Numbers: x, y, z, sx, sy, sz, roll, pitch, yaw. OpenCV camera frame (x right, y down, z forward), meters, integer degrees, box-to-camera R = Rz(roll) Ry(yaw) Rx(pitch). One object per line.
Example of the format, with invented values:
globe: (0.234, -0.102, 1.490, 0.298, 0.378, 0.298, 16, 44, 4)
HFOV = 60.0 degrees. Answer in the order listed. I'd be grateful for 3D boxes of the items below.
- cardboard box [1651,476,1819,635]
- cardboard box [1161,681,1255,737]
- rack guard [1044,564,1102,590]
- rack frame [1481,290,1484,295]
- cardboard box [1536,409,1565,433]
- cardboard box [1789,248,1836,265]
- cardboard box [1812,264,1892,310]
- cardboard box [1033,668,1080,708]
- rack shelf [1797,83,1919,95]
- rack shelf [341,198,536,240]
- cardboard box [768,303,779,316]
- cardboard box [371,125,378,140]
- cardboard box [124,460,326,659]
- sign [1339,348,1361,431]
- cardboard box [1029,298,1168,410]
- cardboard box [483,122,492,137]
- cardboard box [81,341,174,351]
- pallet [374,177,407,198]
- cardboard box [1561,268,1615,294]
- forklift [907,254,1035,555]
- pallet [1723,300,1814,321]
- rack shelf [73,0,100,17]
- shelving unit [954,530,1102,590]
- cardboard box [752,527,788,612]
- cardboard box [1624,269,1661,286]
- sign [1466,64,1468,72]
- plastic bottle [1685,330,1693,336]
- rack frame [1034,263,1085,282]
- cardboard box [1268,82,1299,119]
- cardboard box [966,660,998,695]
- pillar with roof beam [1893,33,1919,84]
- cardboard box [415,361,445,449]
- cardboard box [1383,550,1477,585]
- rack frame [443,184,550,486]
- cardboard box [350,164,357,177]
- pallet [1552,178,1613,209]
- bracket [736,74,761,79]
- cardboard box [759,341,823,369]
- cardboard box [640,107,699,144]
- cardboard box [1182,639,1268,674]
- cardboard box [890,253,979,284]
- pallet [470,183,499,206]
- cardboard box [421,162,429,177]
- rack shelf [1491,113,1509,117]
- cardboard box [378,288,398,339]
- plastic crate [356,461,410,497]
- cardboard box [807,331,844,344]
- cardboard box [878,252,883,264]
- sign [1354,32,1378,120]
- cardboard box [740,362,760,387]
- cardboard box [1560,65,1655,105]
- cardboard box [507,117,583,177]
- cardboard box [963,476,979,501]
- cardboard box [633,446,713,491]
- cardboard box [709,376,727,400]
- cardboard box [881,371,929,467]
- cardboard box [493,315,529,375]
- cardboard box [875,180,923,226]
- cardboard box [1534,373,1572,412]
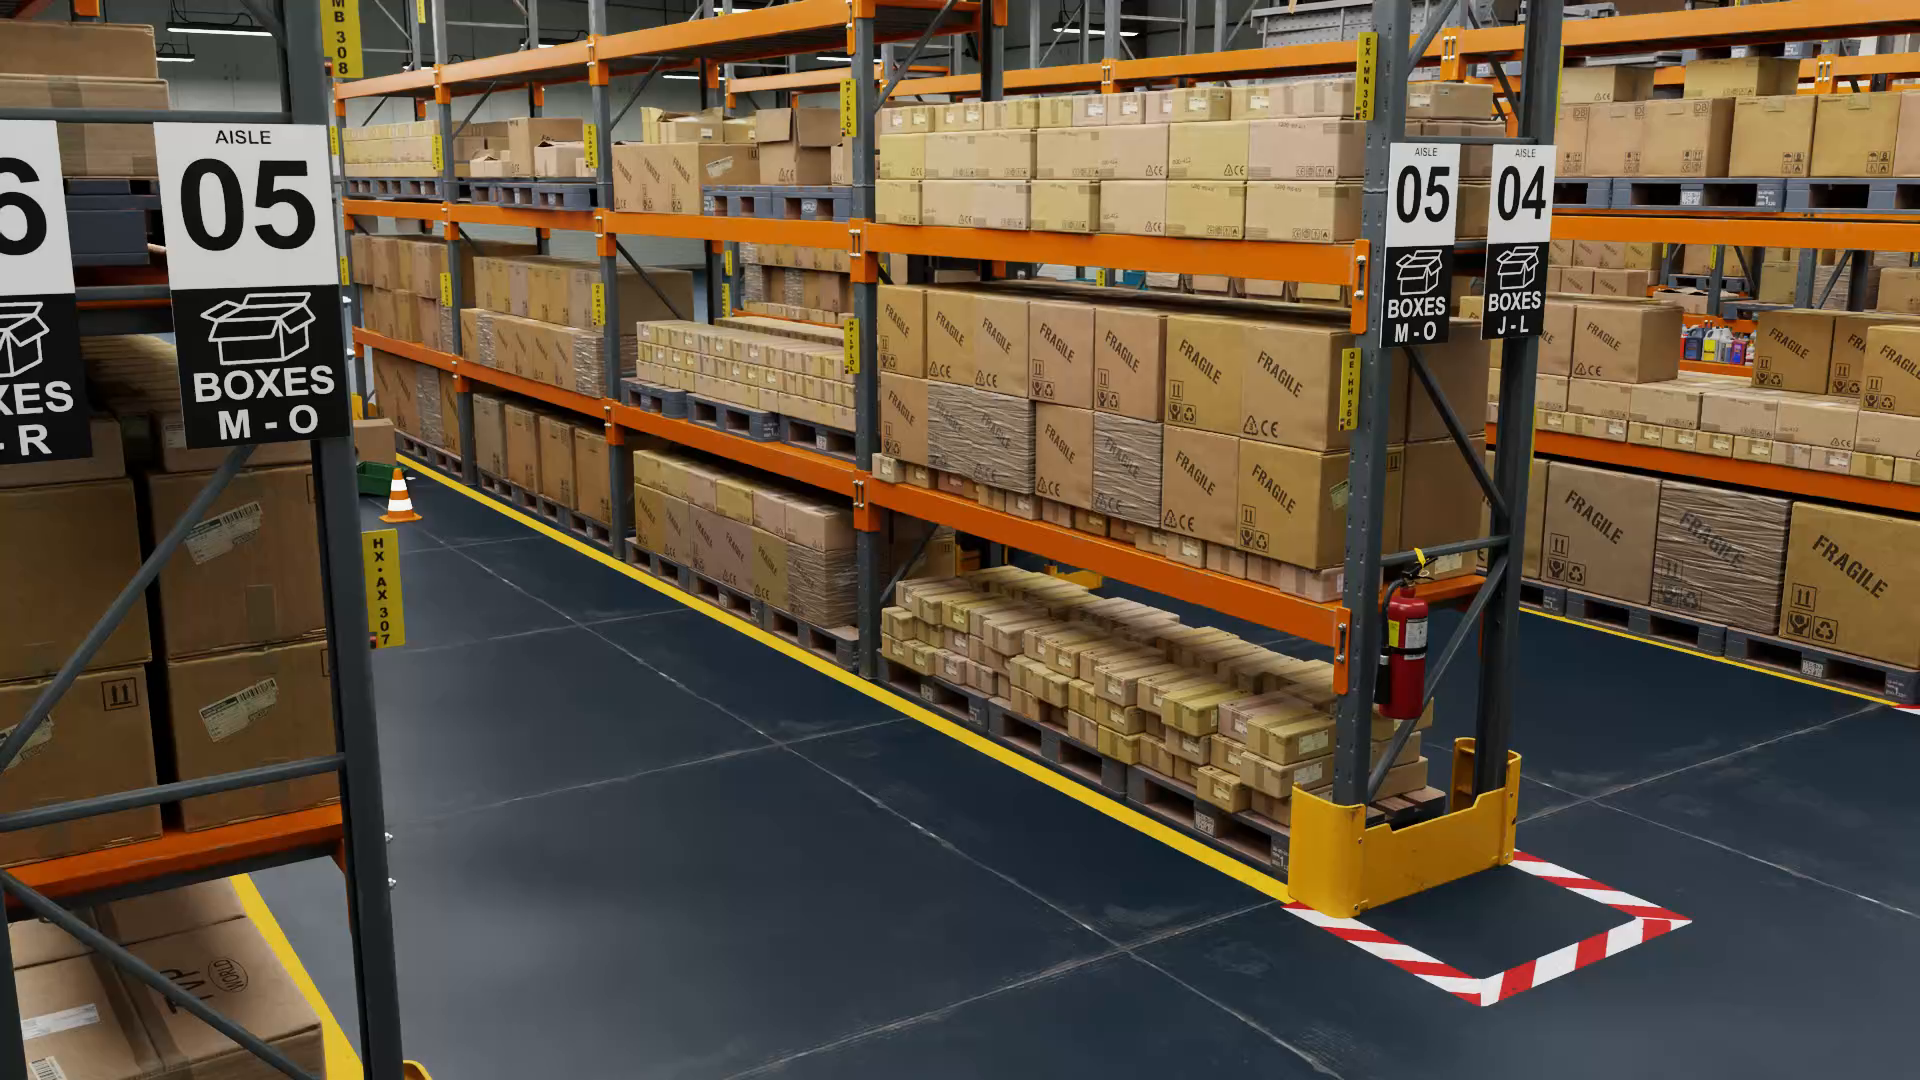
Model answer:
cardboard box: (5.291, 0.054, 11.084, 0.875, 0.875, 0.875, -8, 15, -33)
cardboard box: (1.186, 0.807, 7.949, 0.380, 0.149, 0.250, -8, 15, -34)
rack guard: (0.854, 0.270, 12.544, 0.587, 0.250, 0.087, -12, 17, -43)
rack frame: (4.000, -1.224, 12.938, 1.000, 3.000, 0.127, -8, 15, -33)
cardboard box: (4.326, -0.869, 11.903, 0.380, 0.149, 0.250, -9, 15, -34)
cardboard box: (13.177, -4.259, 25.554, 0.700, 0.500, 0.500, -8, 15, -33)
cardboard box: (10.823, -3.077, 20.196, 0.700, 0.500, 0.500, -5, 13, -22)
cardboard box: (0.612, 0.762, 8.848, 0.380, 0.149, 0.250, -8, 15, -32)
rack shelf: (11.141, -5.135, 19.402, 1.077, 0.370, 4.000, -8, 15, -33)
rack shelf: (-5.726, -3.547, 18.224, 1.077, 0.370, 4.000, -8, 15, -33)
cardboard box: (-2.285, -3.022, 21.745, 0.380, 0.149, 0.250, -8, 15, -33)
cardboard box: (-6.210, -4.452, 18.182, 0.380, 0.149, 0.250, -8, 15, -33)
cardboard box: (-2.062, 0.004, 4.748, 0.500, 0.500, 0.500, -8, 15, -34)
sign: (1.558, -0.601, 6.640, 0.100, 0.325, 0.005, -8, 15, -33)
cardboard box: (0.699, -0.953, 8.429, 0.500, 0.500, 0.500, -9, 15, -35)
cardboard box: (-4.679, -4.214, 17.094, 0.380, 0.149, 0.250, -8, 15, -33)
cardboard box: (-3.159, -0.653, 6.235, 0.380, 0.149, 0.250, -8, 15, -34)
pallet: (-5.734, -3.863, 18.192, 1.003, 0.211, 1.213, -8, 15, -33)
cardboard box: (8.798, -3.546, 23.323, 0.500, 0.500, 0.500, -8, 15, -33)
forklift: (0.128, -1.577, 14.712, 1.130, 2.935, 3.031, 2, 12, 9)
pallet: (10.467, -2.901, 21.057, 1.213, 0.211, 1.003, -8, 15, -33)
rack shelf: (-3.142, -2.079, 5.426, 1.077, 0.370, 4.000, -8, 15, -33)
shelving unit: (0.504, -0.417, 12.756, 0.587, 1.500, 1.083, -12, 17, -43)
cardboard box: (-1.089, 0.168, 11.440, 0.500, 0.500, 0.500, -9, 15, -34)
cardboard box: (11.424, -4.391, 27.722, 0.500, 0.250, 0.500, -8, 15, -33)
sign: (5.453, -5.228, 17.961, 0.100, 0.325, 0.005, -8, 15, -33)
plastic bottle: (7.248, -1.952, 16.568, 0.097, 0.271, 0.097, 0, 12, 0)
rack frame: (1.475, -3.944, 25.378, 1.000, 3.000, 0.127, -8, 15, -33)
cardboard box: (1.529, -1.852, 7.035, 0.380, 0.149, 0.250, -8, 15, -32)
cardboard box: (0.260, 0.760, 9.555, 0.380, 0.149, 0.250, -8, 15, -34)
pillar with roof beam: (10.571, -6.449, 22.788, 9.100, 9.000, 0.400, -8, 15, -33)
cardboard box: (-5.410, -1.525, 18.304, 0.875, 0.875, 0.875, -8, 15, -32)
cardboard box: (2.125, 0.083, 7.550, 0.380, 0.149, 0.250, -8, 15, -33)
rack frame: (-4.617, -2.078, 16.841, 1.000, 3.000, 0.127, -8, 15, -33)
cardboard box: (-6.769, -4.242, 19.086, 0.380, 0.149, 0.250, -8, 15, -32)
pallet: (4.445, -2.499, 11.955, 1.003, 0.211, 1.213, -8, 15, -33)
bracket: (-7.303, -15.468, 55.604, 0.076, 0.066, 3.189, -8, 15, -33)
cardboard box: (-1.140, -1.261, 11.319, 0.380, 0.149, 0.250, -9, 15, -35)
cardboard box: (-2.121, -3.058, 12.278, 0.396, 0.266, 0.258, -8, 15, -33)
cardboard box: (1.386, 0.641, 8.709, 0.380, 0.149, 0.250, -7, 14, -31)
cardboard box: (-0.109, -2.987, 18.613, 1.000, 1.000, 1.000, -8, 15, -32)
pallet: (-4.068, -3.292, 15.822, 0.805, 0.209, 1.217, -9, 15, -35)
cardboard box: (-5.225, -3.746, 16.820, 0.380, 0.149, 0.250, -8, 15, -32)
rack shelf: (6.708, -6.558, 25.908, 1.077, 0.370, 4.000, -8, 15, -33)
cardboard box: (-6.062, -2.592, 18.842, 0.875, 0.550, 0.550, -8, 15, -33)
plastic crate: (-5.804, -0.608, 16.568, 0.450, 0.188, 0.662, 9, 12, -6)
cardboard box: (-0.890, -1.430, 12.091, 0.380, 0.149, 0.250, -8, 14, -31)
cardboard box: (-0.911, -3.377, 19.511, 0.500, 0.500, 0.500, -8, 15, -33)
sign: (1.558, -1.779, 6.383, 0.100, 0.325, 0.005, -8, 15, -33)
cardboard box: (-1.303, -1.164, 11.572, 0.380, 0.149, 0.250, -8, 15, -33)
cardboard box: (4.516, -3.191, 11.702, 0.500, 0.250, 0.500, -9, 15, -36)
cardboard box: (-3.597, -3.410, 14.464, 0.500, 0.500, 0.500, -8, 15, -33)
cardboard box: (0.242, -0.316, 9.372, 0.380, 0.149, 0.250, -9, 15, -35)
cardboard box: (-2.221, -0.565, 13.038, 0.500, 0.250, 0.500, -9, 15, -35)
cardboard box: (-1.585, -1.110, 12.020, 0.380, 0.149, 0.250, -8, 15, -32)
cardboard box: (-0.120, -0.731, 9.753, 0.500, 0.500, 0.500, -8, 15, -34)
cardboard box: (-3.995, -1.822, 15.439, 0.500, 0.500, 0.500, -8, 15, -33)
cardboard box: (-0.148, -1.933, 9.511, 0.500, 0.250, 0.500, -7, 14, -30)
cardboard box: (4.314, -1.092, 11.991, 0.500, 0.250, 0.500, -8, 15, -33)
